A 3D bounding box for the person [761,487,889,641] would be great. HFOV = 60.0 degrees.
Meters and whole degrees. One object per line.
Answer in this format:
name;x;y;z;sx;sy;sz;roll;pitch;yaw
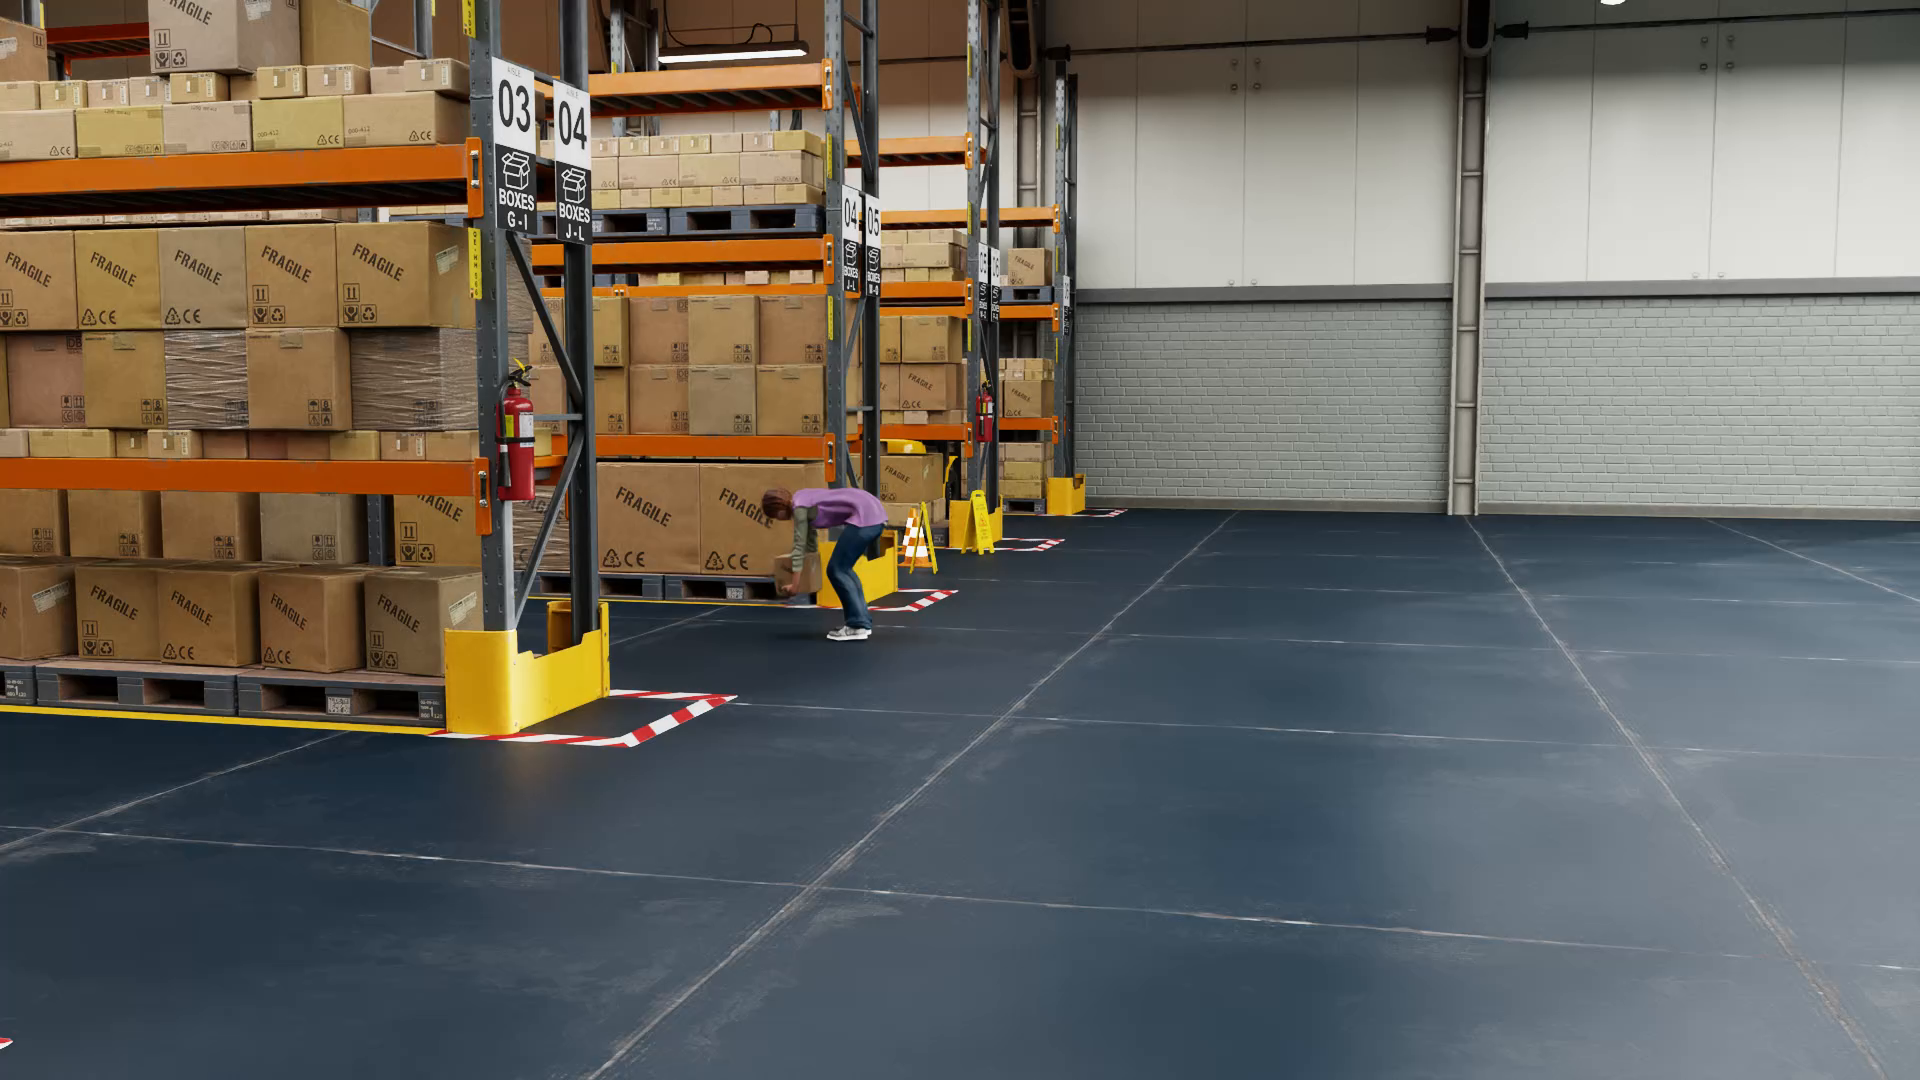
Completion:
person;-0.908;0.152;11.112;0.868;1.012;0.389;1;5;12
